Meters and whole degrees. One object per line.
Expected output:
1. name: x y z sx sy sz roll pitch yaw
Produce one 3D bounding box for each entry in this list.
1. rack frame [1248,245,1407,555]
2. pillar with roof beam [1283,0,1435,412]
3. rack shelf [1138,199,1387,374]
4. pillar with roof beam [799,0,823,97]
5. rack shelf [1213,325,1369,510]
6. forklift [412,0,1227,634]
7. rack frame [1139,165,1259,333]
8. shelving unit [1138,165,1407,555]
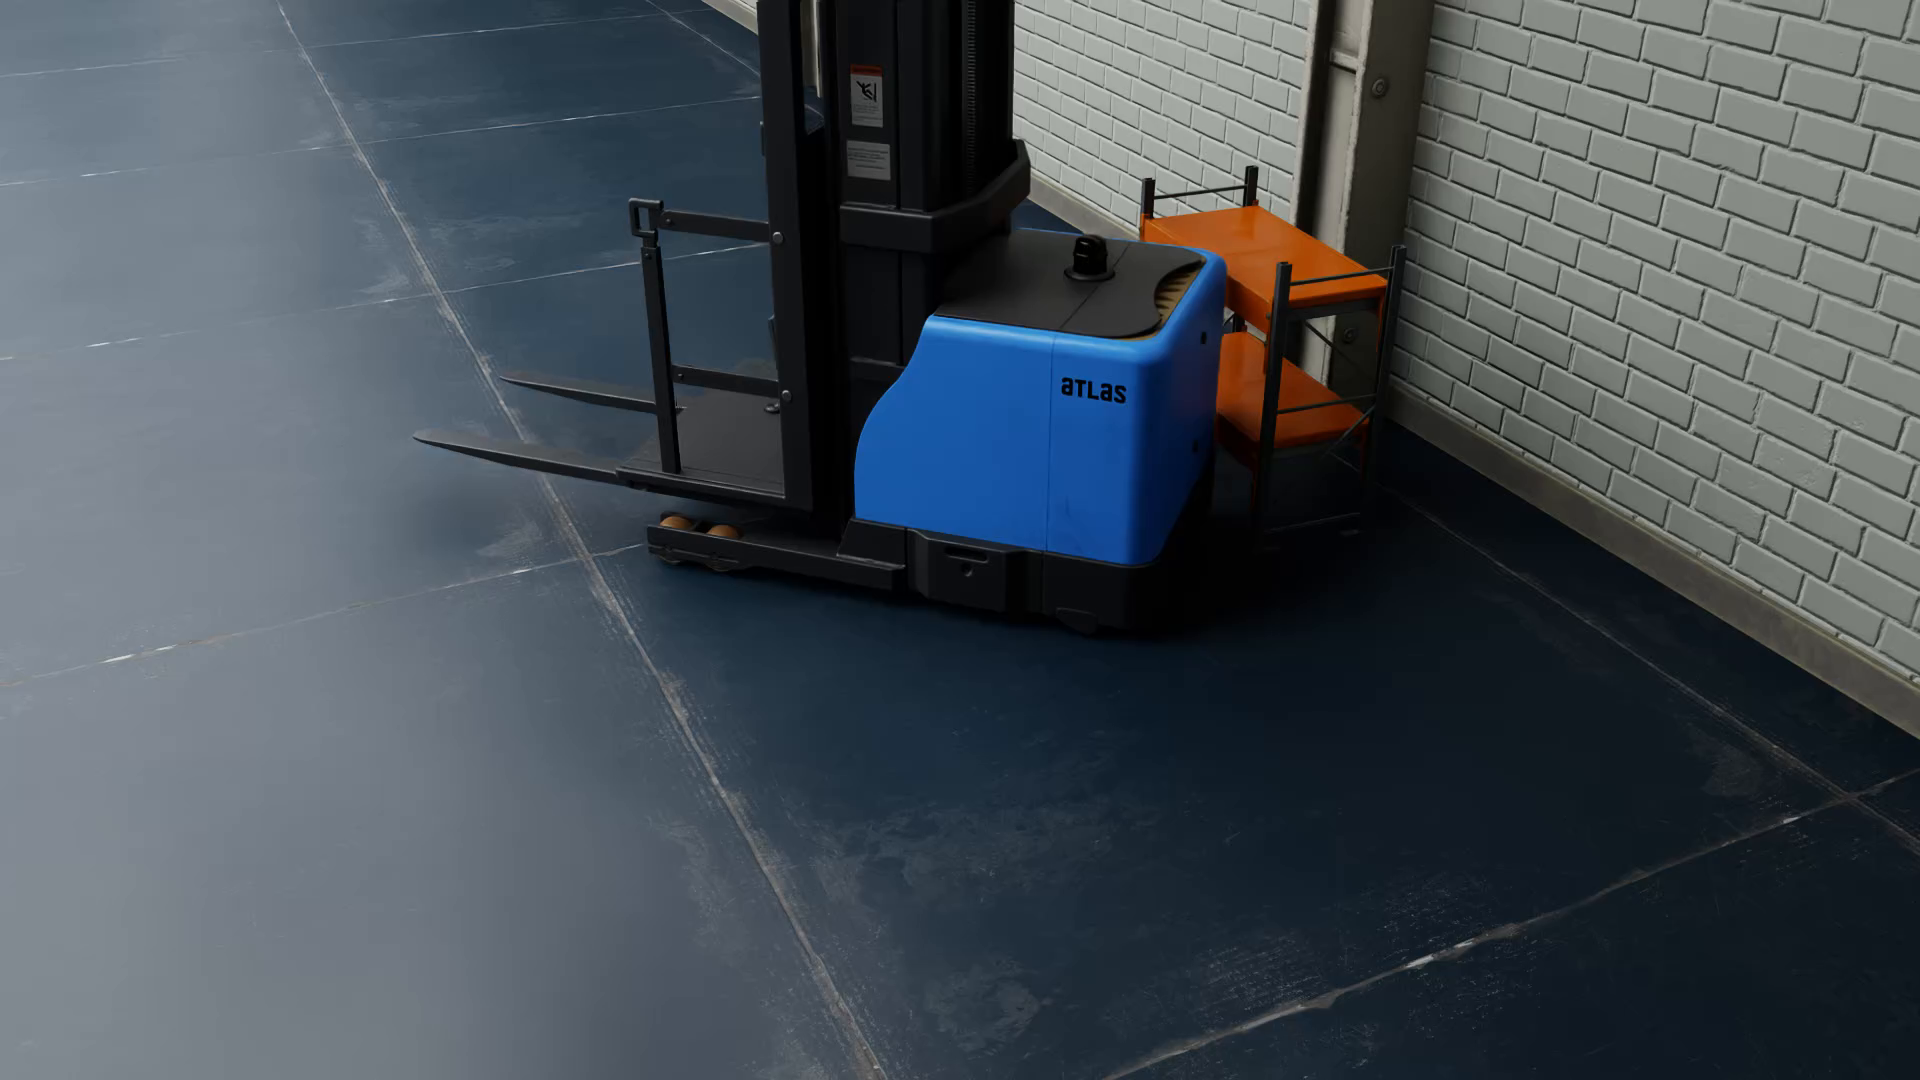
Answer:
1. rack frame: 1.310 -0.484 5.964 0.500 1.125 0.032 -11 31 -18
2. pillar with roof beam: -2.266 -3.656 3.570 9.100 9.000 0.400 -13 32 -22
3. rack shelf: 1.127 -0.972 6.235 0.538 0.278 1.000 -11 31 -18
4. pillar with roof beam: -4.842 -6.307 8.296 9.100 9.000 0.400 -13 32 -22
5. rack shelf: 1.127 -0.503 6.497 0.538 0.278 1.000 -11 31 -18
6. forklift: -0.614 -1.394 5.738 3.031 2.935 1.130 10 31 17
7. rack frame: 0.945 -0.949 6.792 0.500 1.125 0.032 -11 31 -18
8. shelving unit: 1.127 -0.717 6.378 0.538 1.125 1.048 -11 31 -18
